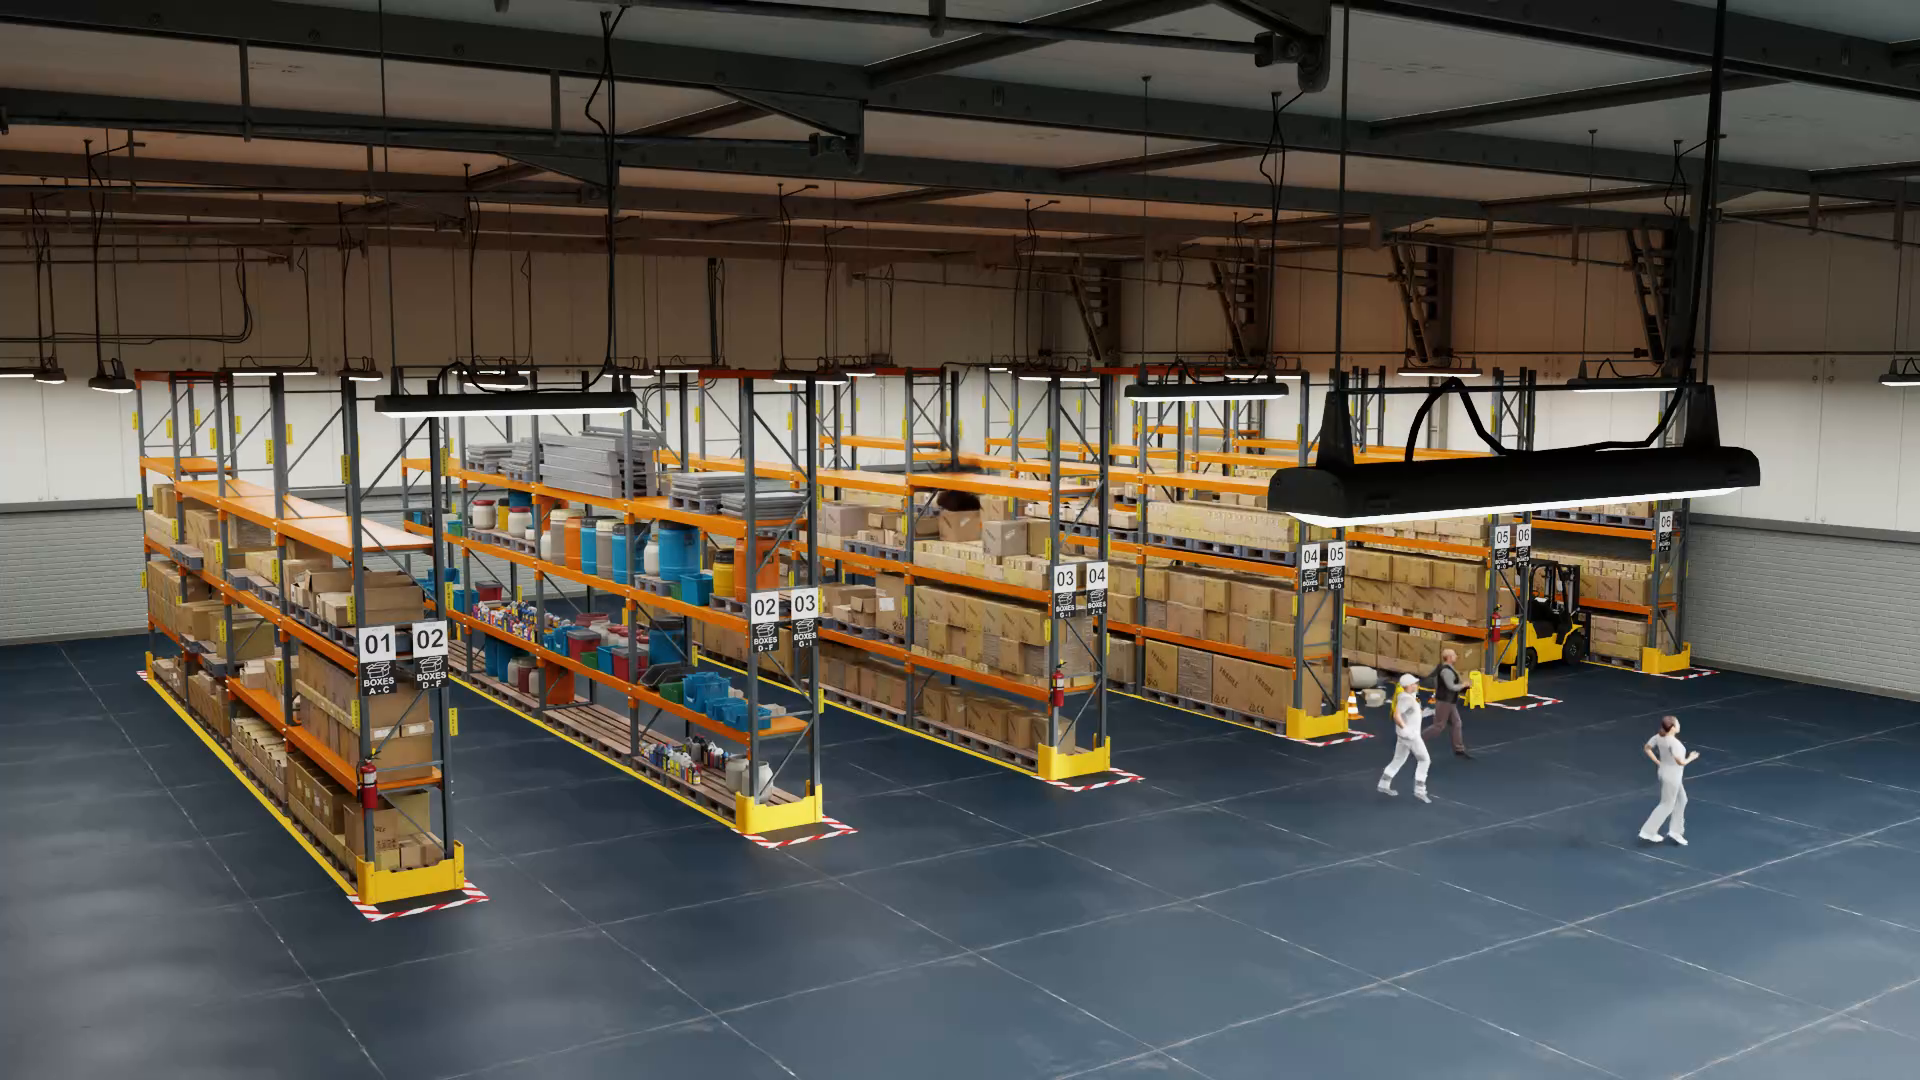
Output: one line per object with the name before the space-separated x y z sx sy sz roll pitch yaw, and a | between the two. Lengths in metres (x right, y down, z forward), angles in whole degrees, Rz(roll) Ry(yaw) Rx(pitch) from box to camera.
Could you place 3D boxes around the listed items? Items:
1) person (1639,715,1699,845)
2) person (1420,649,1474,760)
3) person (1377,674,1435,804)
person | 9.088 3.095 21.336 0.715 1.723 0.547 0 6 0
person | 7.508 2.540 25.793 0.951 1.729 0.646 2 7 14
person | 6.303 2.799 23.413 0.793 1.846 0.646 0 6 -2
